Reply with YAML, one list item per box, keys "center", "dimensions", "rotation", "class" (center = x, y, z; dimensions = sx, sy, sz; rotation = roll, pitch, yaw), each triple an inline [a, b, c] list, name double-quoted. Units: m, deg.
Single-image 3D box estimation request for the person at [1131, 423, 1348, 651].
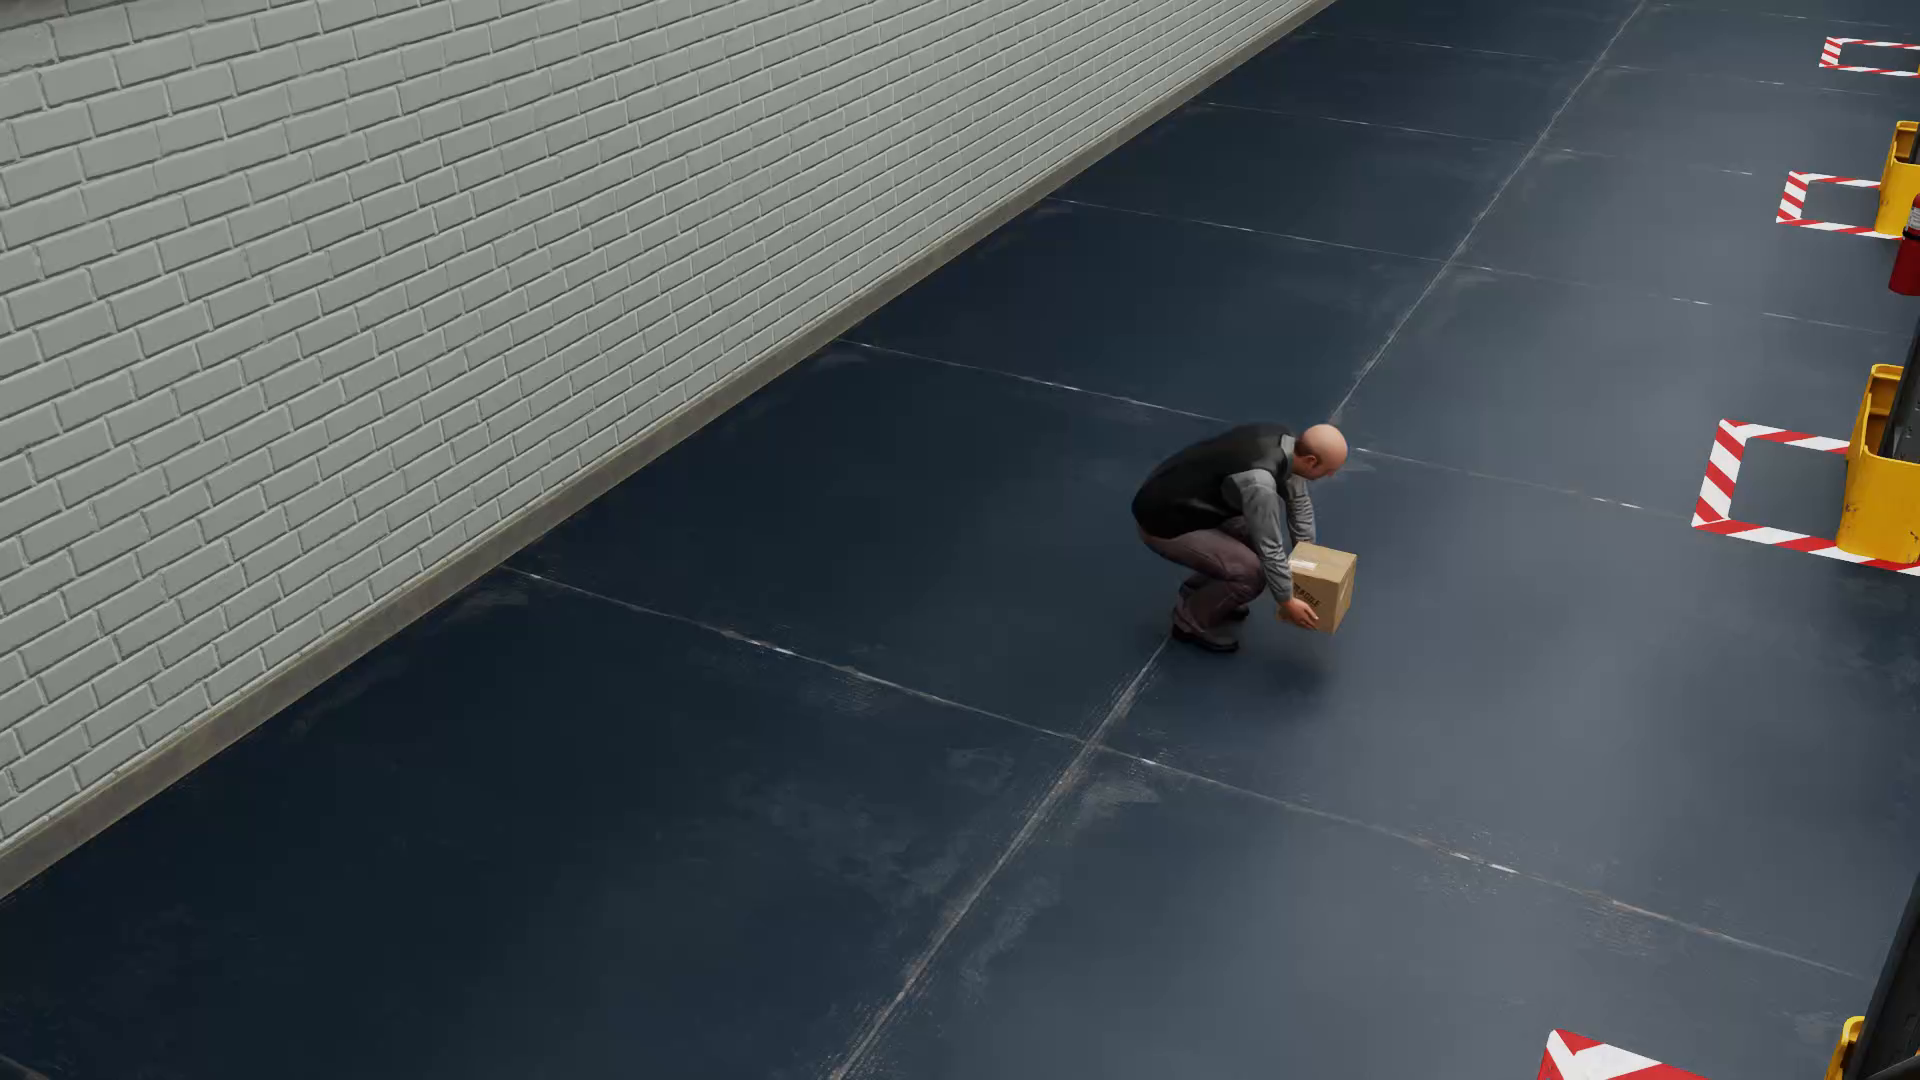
- center: [1.173, -0.065, 6.972]
  dimensions: [0.843, 1.025, 0.541]
  rotation: [14, 33, 23]
  class: "person"
